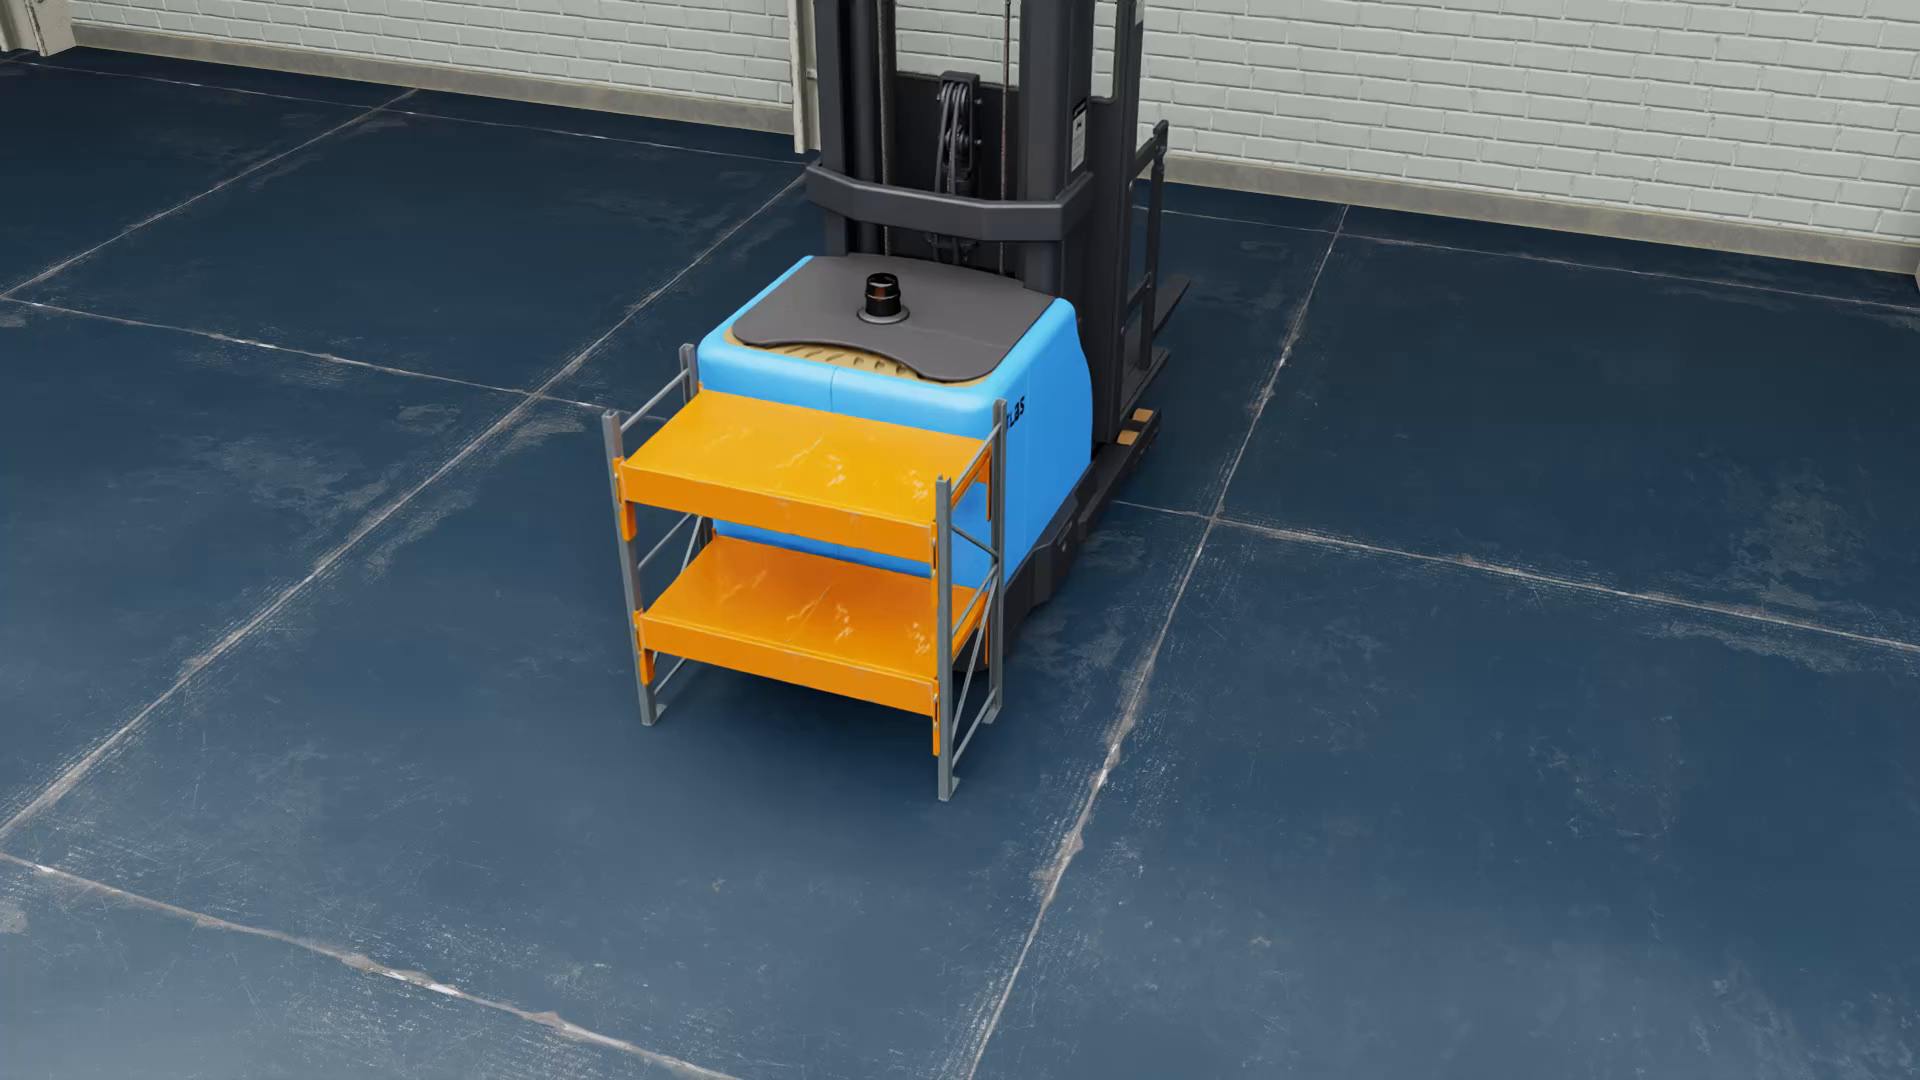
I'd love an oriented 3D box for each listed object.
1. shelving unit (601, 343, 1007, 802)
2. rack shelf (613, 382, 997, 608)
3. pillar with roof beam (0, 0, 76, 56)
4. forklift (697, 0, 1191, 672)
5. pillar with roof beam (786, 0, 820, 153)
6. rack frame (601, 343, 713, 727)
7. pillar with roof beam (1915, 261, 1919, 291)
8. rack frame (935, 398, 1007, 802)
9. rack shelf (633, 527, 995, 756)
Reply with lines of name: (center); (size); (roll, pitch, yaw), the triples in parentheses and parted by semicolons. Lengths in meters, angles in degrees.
shelving unit: (-0.441, 0.094, 5.068); (1.048, 1.125, 0.538); (11, 35, 17)
rack shelf: (-0.441, -0.152, 4.909); (1.000, 0.278, 0.538); (11, 35, 17)
pillar with roof beam: (-7.836, -5.004, 5.703); (0.400, 9.000, 9.100); (11, 34, 16)
forklift: (0.181, -1.587, 6.006); (1.130, 2.935, 3.031); (13, 35, 19)
pillar with roof beam: (-2.188, -3.906, 4.003); (0.400, 9.000, 9.100); (11, 34, 16)
rack frame: (-0.917, -0.003, 5.217); (0.032, 1.125, 0.500); (11, 35, 17)
pillar with roof beam: (3.460, -2.808, 2.302); (0.400, 9.000, 9.100); (11, 34, 16)
rack frame: (0.035, 0.190, 4.918); (0.032, 1.125, 0.500); (11, 35, 17)
rack shelf: (-0.441, 0.299, 5.200); (1.000, 0.278, 0.538); (11, 35, 17)
